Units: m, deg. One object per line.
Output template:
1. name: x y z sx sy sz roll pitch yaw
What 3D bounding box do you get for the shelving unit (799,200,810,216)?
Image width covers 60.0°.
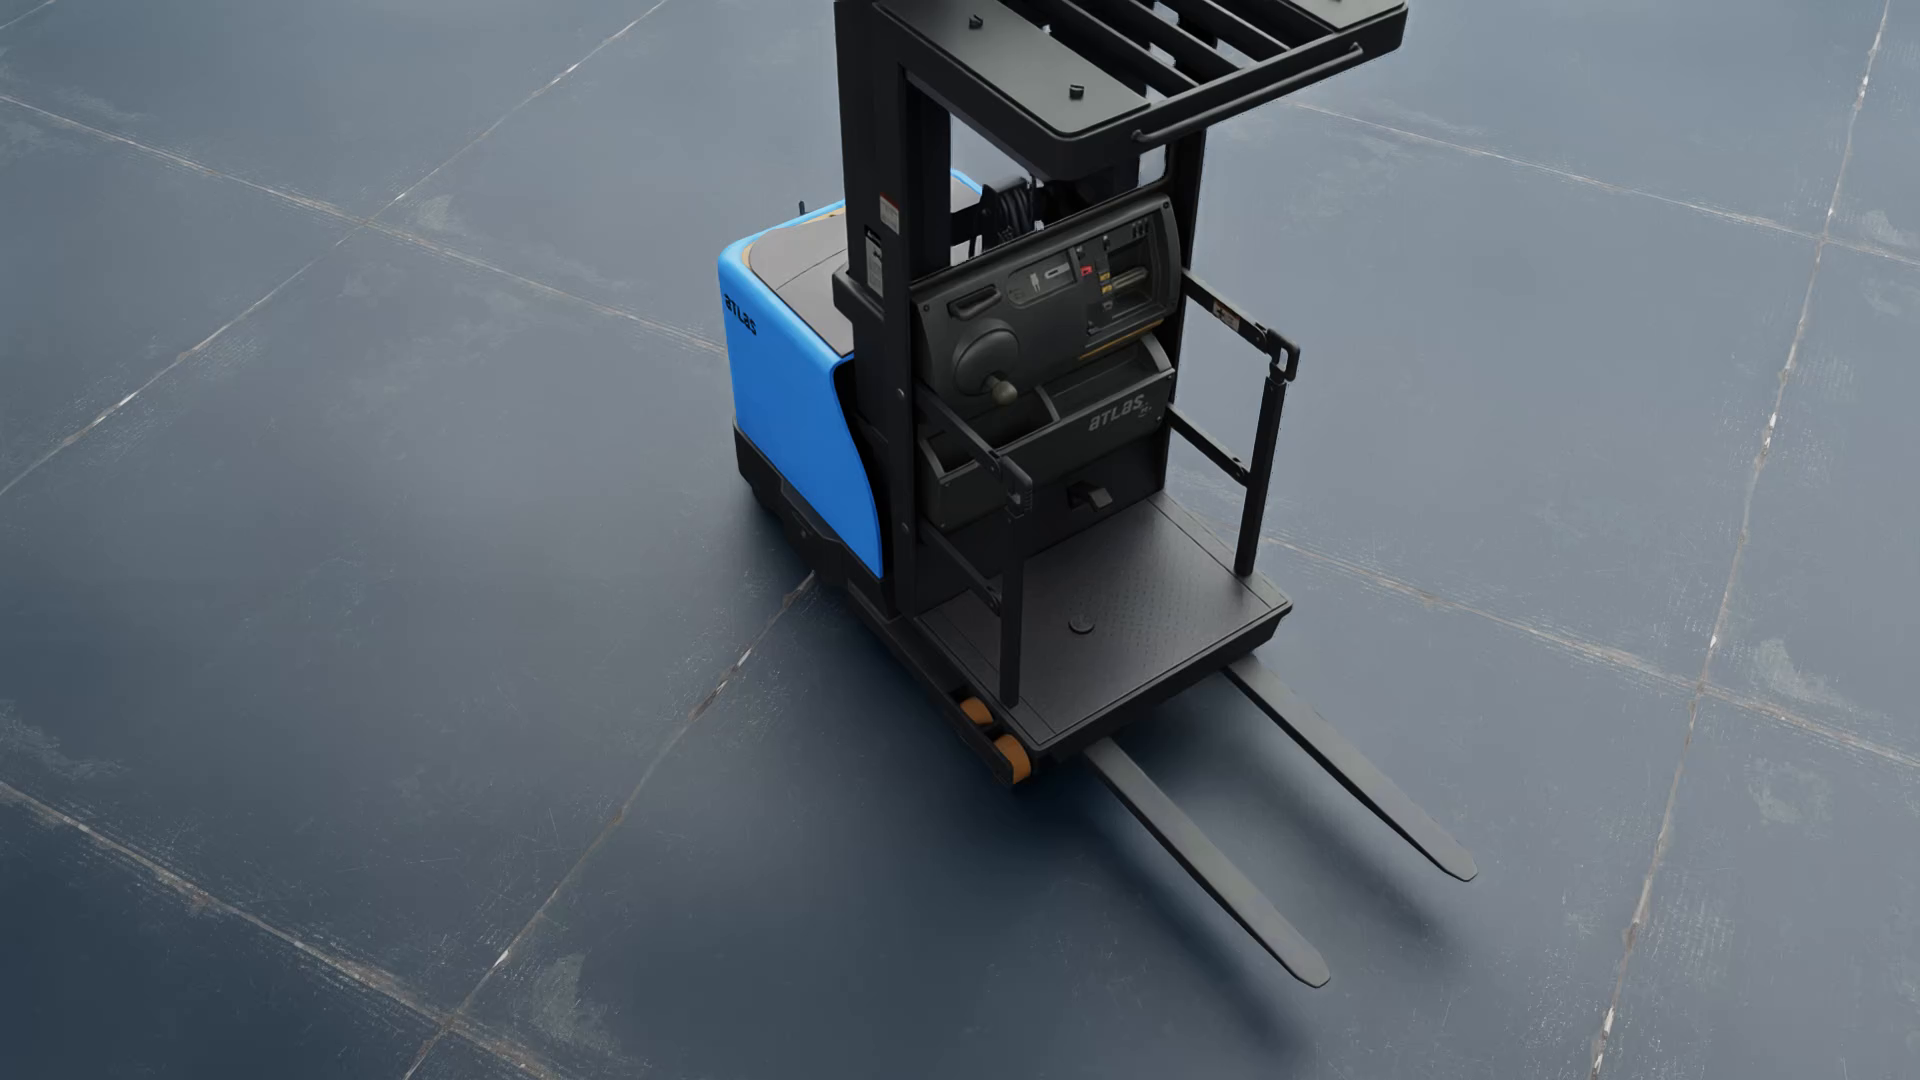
1. shelving unit: -0.455 -0.918 6.524 0.258 0.900 0.210 -16 48 -16

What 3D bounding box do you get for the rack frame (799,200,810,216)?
1. rack frame: -0.494 -0.985 6.590 0.240 0.900 0.006 -16 48 -16

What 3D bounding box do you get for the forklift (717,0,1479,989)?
1. forklift: 0.403 -0.624 4.806 1.130 2.935 3.031 -27 51 -24
